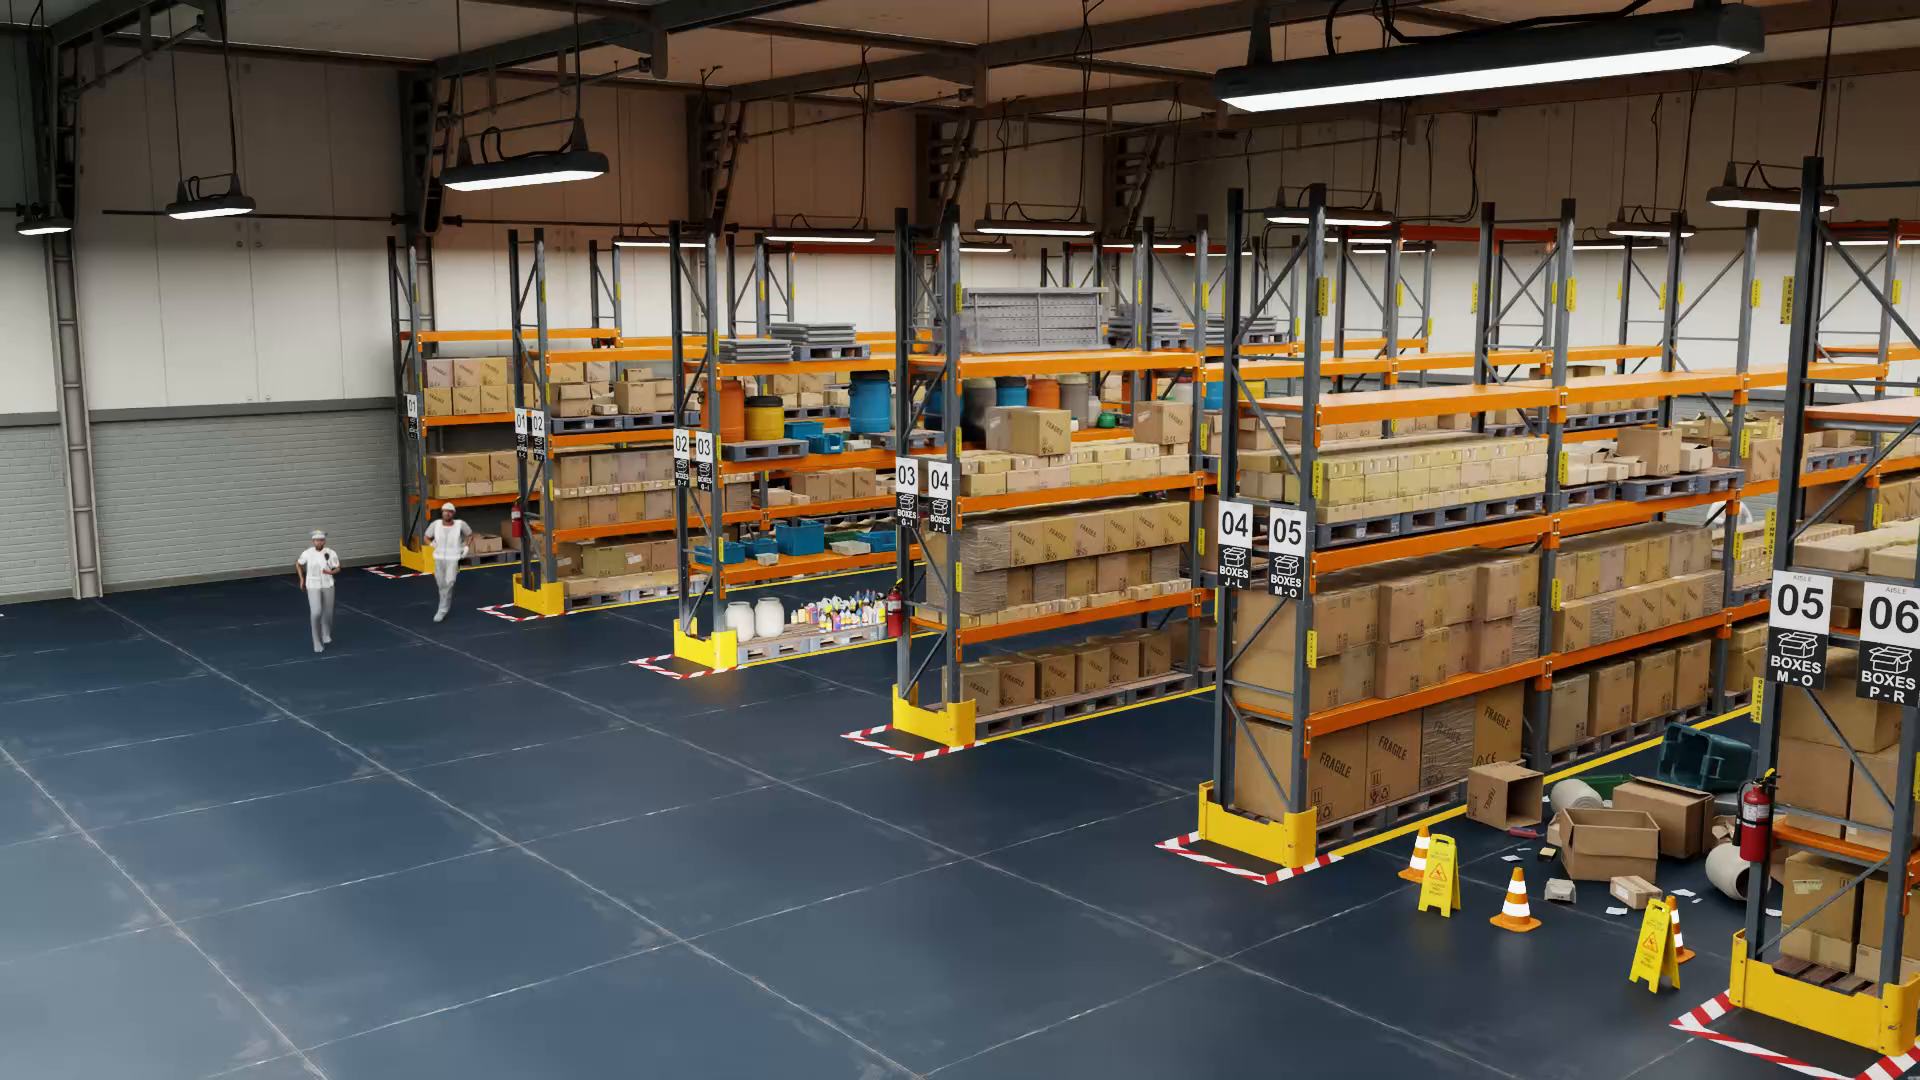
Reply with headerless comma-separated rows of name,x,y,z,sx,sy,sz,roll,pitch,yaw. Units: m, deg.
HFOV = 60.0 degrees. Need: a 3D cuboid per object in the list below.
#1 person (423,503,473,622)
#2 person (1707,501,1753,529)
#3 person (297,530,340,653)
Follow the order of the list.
person,-7.961,0.311,25.815,0.700,1.785,0.910,0,9,-3
person,13.296,-0.050,28.510,0.962,1.709,0.736,0,9,3
person,-9.079,0.718,23.619,0.535,1.759,0.753,-5,10,-28
